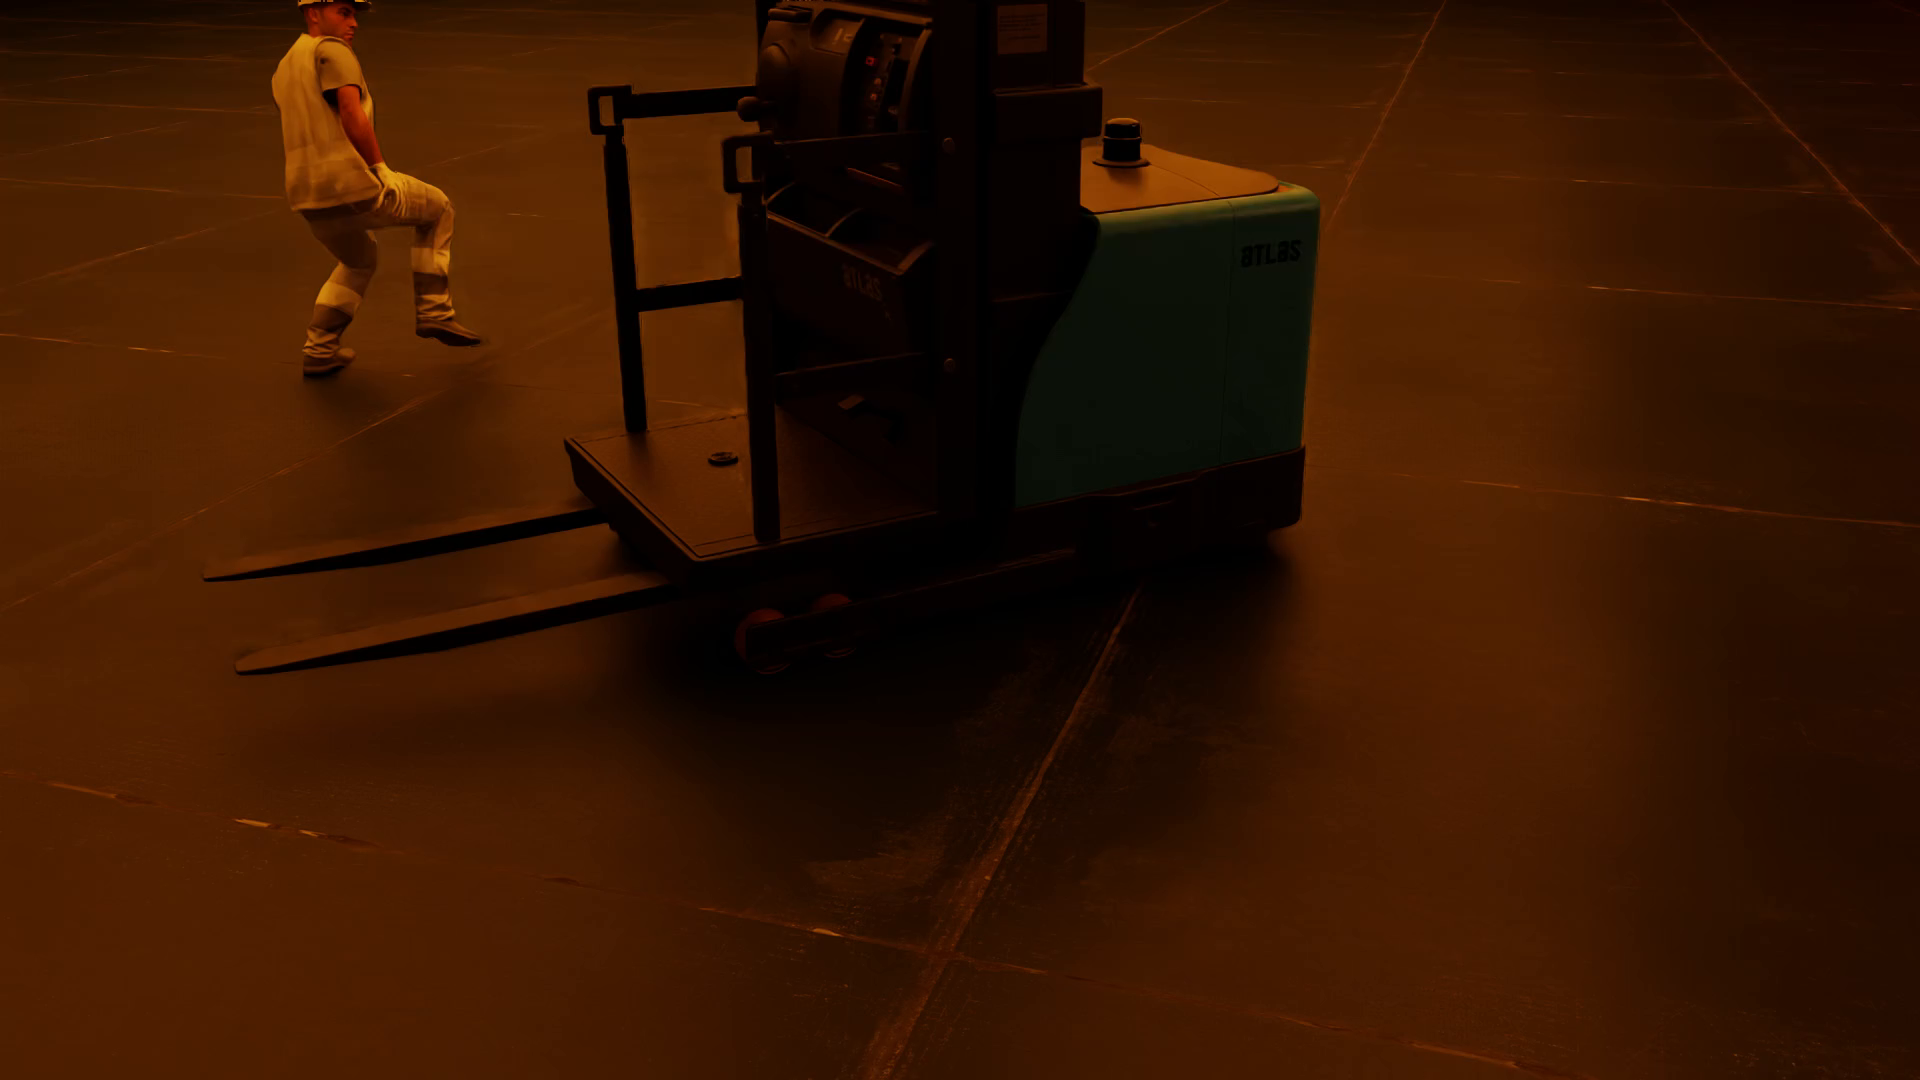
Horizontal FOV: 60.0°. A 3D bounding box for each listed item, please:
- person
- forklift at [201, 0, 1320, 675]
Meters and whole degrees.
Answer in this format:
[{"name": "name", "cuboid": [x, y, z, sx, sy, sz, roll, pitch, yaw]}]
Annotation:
[{"name": "person", "cuboid": [-2.326, -1.418, 6.574, 0.789, 1.550, 0.738, 9, 24, 21]}, {"name": "forklift", "cuboid": [-0.496, -1.238, 4.279, 3.031, 2.935, 1.130, -12, 25, -27]}]
